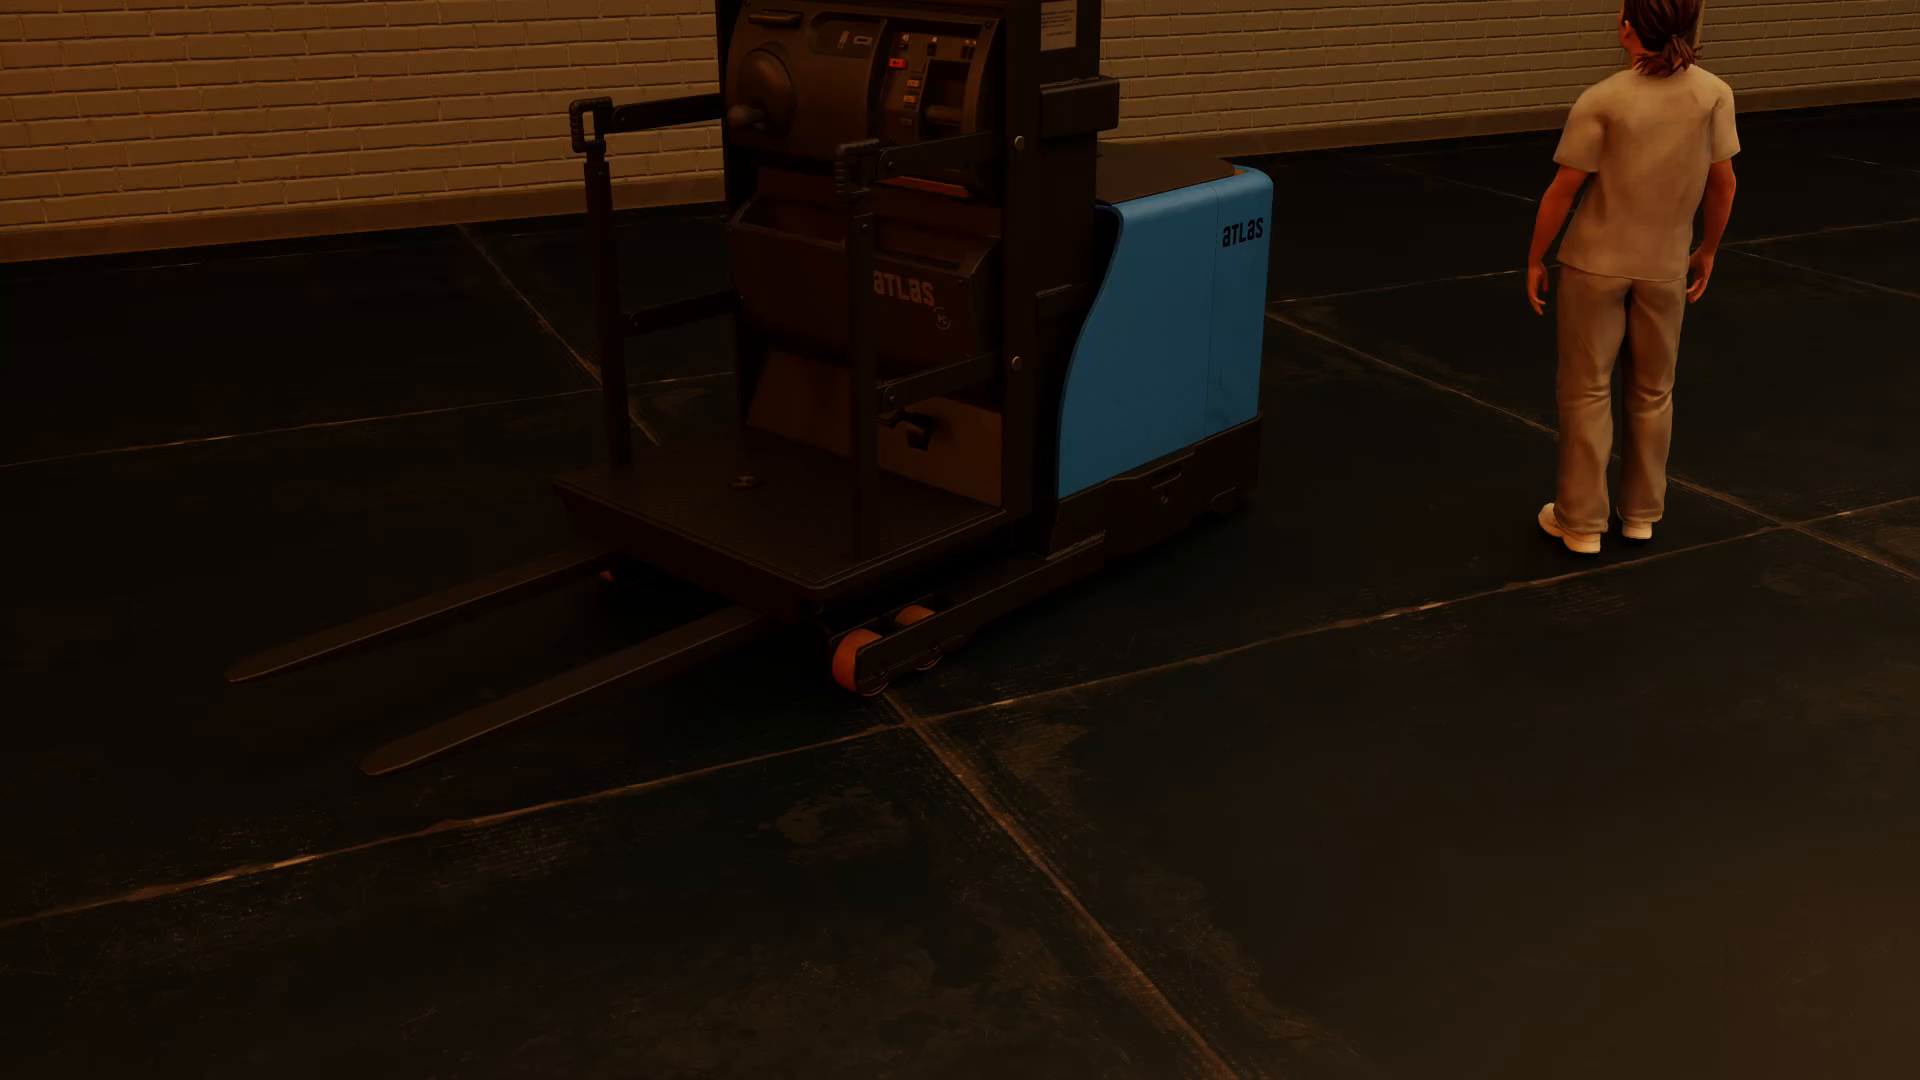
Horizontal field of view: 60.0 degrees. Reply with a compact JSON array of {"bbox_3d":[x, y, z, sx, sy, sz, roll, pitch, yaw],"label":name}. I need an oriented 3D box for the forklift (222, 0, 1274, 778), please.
[{"bbox_3d":[-0.413,-1.182,4.131,1.130,2.935,3.031,19,29,39],"label":"forklift"}]

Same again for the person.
[{"bbox_3d":[1.890,-0.776,4.772,0.551,1.673,0.548,1,23,3],"label":"person"}]
